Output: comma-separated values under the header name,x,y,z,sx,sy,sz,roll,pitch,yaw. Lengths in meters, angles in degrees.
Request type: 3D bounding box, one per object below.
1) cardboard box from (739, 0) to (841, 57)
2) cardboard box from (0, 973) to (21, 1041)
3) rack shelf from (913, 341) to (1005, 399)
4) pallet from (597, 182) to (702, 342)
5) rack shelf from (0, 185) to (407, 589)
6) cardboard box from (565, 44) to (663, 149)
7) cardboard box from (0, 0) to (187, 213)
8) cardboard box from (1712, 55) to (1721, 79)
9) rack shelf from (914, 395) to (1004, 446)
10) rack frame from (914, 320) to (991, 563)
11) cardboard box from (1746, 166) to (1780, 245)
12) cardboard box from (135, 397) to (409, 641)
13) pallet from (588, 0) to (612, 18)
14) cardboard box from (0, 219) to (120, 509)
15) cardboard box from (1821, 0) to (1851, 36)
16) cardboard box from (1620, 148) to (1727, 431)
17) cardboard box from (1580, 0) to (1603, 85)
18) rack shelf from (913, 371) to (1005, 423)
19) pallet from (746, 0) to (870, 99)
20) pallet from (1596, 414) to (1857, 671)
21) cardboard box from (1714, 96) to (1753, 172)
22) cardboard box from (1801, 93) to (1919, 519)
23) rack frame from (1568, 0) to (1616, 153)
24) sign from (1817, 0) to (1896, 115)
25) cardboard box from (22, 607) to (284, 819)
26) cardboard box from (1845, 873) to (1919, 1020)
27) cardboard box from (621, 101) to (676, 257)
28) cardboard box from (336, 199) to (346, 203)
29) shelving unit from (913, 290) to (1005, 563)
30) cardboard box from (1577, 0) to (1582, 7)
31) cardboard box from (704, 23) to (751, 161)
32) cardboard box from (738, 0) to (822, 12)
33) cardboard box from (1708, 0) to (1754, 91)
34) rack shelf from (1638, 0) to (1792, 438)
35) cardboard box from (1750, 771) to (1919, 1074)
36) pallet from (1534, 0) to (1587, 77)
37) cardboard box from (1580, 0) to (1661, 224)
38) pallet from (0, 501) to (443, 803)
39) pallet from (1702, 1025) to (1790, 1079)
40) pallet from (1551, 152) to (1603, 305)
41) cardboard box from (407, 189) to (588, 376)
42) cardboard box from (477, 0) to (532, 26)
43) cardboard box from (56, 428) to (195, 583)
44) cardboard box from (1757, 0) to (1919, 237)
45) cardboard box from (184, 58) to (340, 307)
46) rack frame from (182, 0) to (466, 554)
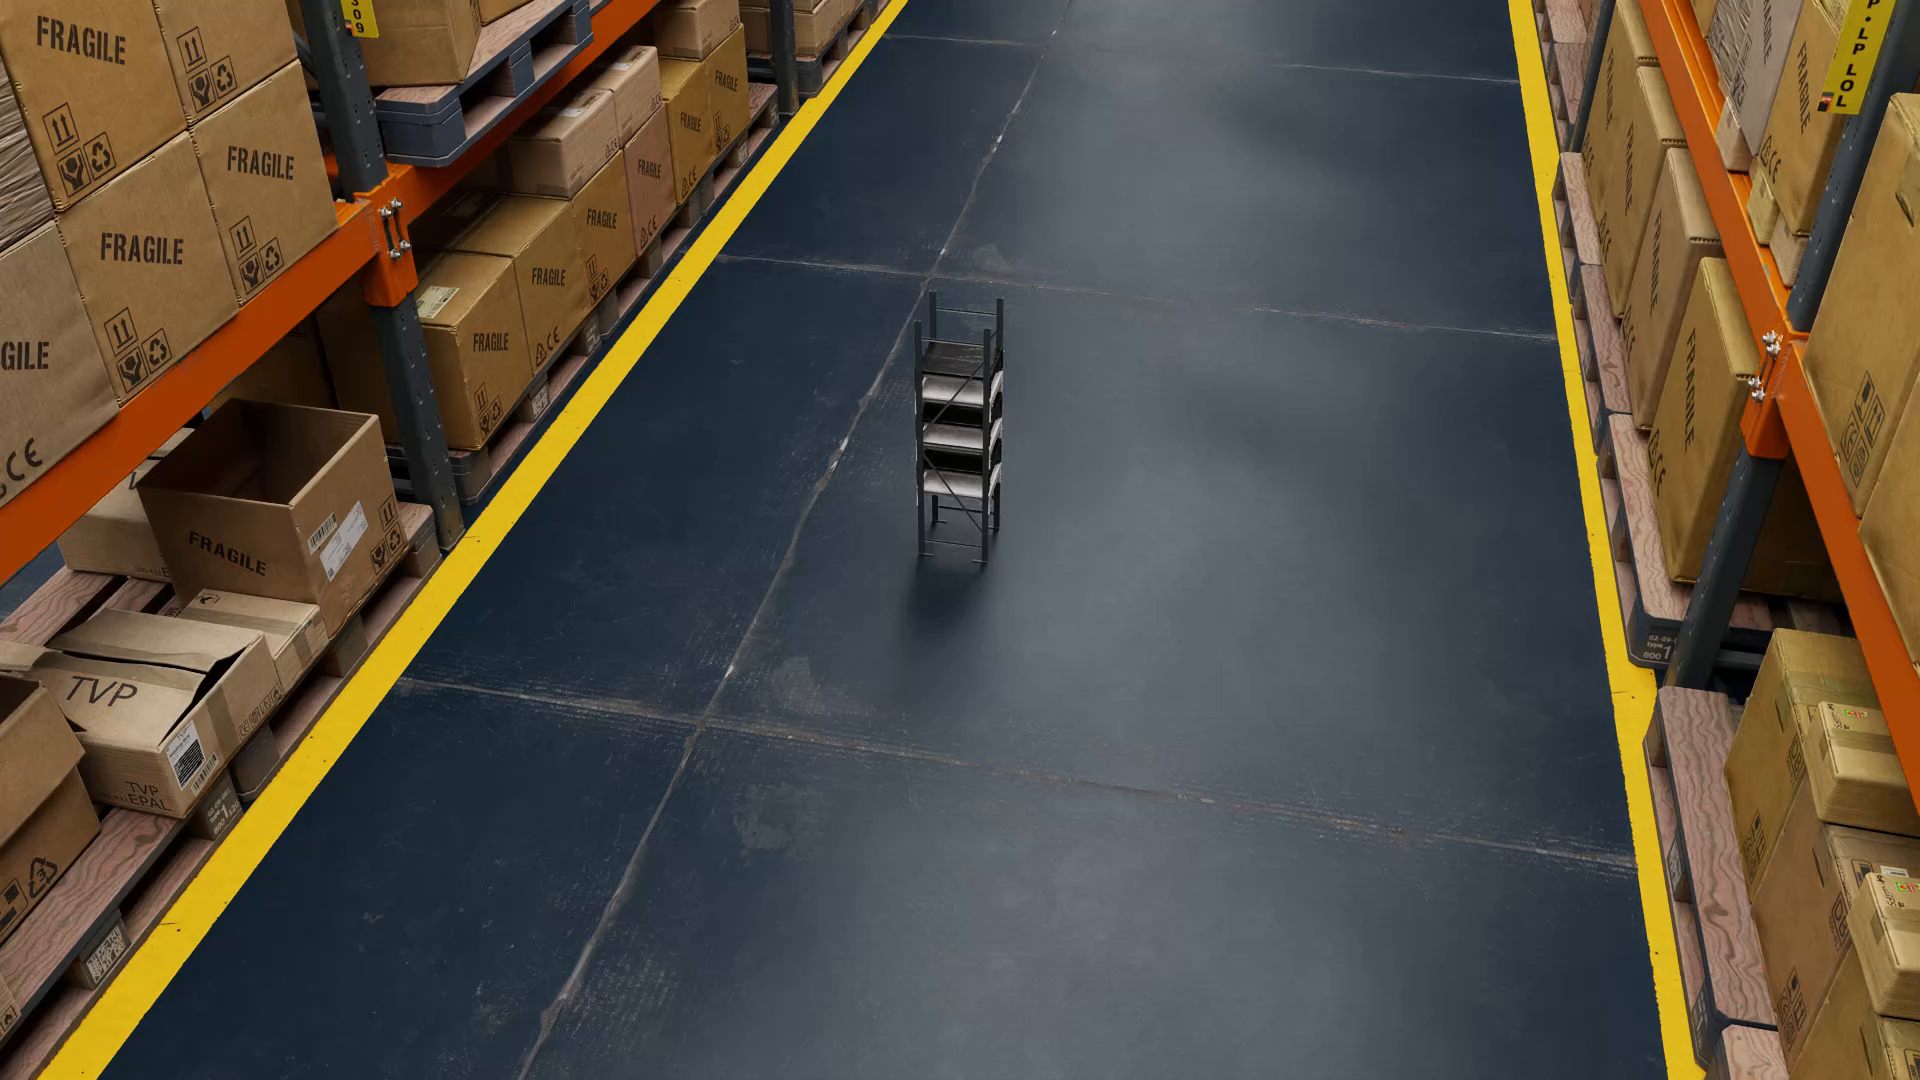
name,x,y,z,sx,sy,sz,roll,pitch,yaw
cardboard box,-0.966,-2.880,9.153,0.500,0.250,0.500,7,37,10
cardboard box,-2.467,1.112,3.627,0.500,0.250,0.500,7,37,10
rack shelf,-0.002,-0.551,5.341,0.258,0.077,0.200,7,37,10
pallet,-1.824,-1.310,7.378,1.003,0.211,1.213,7,37,10
rack shelf,-2.646,0.171,3.571,1.077,0.370,4.000,7,37,10
cardboard box,-1.558,-1.844,6.854,0.500,0.250,0.500,7,36,9
cardboard box,-2.181,-1.095,3.768,0.500,0.500,0.500,7,36,9
cardboard box,2.799,-1.657,5.677,0.380,0.149,0.250,8,37,11
rack shelf,-0.002,-0.406,5.446,0.258,0.077,0.200,7,37,10
rack frame,-0.023,-0.301,5.399,0.240,0.900,0.006,7,37,10
cardboard box,2.448,-0.931,4.676,0.380,0.149,0.250,8,37,11
cardboard box,-2.064,-0.070,5.046,0.500,0.500,0.500,7,37,10
pallet,-1.776,-2.367,6.623,1.003,0.211,1.213,7,37,10
cardboard box,-2.291,-0.398,3.658,0.500,0.500,0.500,8,37,11
cardboard box,2.471,-1.420,4.159,0.500,0.250,0.500,8,37,11
cardboard box,2.820,-0.846,5.836,0.750,0.750,0.750,8,37,11
cardboard box,3.578,-2.526,8.435,0.700,0.500,0.500,8,37,11
rack shelf,-0.002,-0.478,5.393,0.258,0.077,0.200,7,37,10
pallet,-1.151,-2.898,9.568,1.003,0.211,1.213,7,37,10
pallet,2.712,0.030,5.529,1.003,0.211,1.213,7,37,10
cardboard box,2.546,-1.233,5.092,0.380,0.149,0.250,7,37,10
cardboard box,2.489,-0.460,3.573,0.980,0.700,0.700,8,37,11
rack frame,3.475,-2.941,7.252,1.000,3.000,0.127,7,37,10
sign,2.089,-1.147,3.857,0.100,0.325,0.005,7,37,10
cardboard box,-2.224,0.436,4.508,0.500,0.311,0.500,7,37,10
cardboard box,1.998,0.820,3.282,0.380,0.149,0.250,6,36,9
cardboard box,-1.552,-1.562,7.104,0.500,0.500,0.500,6,36,8
cardboard box,-2.280,-1.034,6.375,0.500,0.500,0.500,7,37,10
shelving unit,-0.002,-0.360,5.480,0.258,0.900,0.210,7,37,10
cardboard box,3.979,-3.386,9.621,0.700,0.500,0.500,8,37,10
cardboard box,-1.335,-2.160,7.930,0.500,0.500,0.500,9,37,12
cardboard box,-0.966,-3.107,8.988,0.500,0.311,0.500,9,37,12
cardboard box,2.688,-1.694,5.175,0.500,0.500,0.500,7,37,10
rack shelf,3.048,-1.503,5.881,1.077,0.370,4.000,7,37,10
cardboard box,2.251,0.898,3.727,0.700,0.500,0.500,7,37,9
pallet,3.907,-2.957,9.650,1.003,0.211,1.213,7,37,10
cardboard box,3.190,-1.835,7.200,0.750,0.750,0.750,7,36,9
pallet,-2.367,0.256,5.217,1.003,0.211,1.213,7,37,10
pallet,2.124,1.609,3.350,1.003,0.211,1.213,7,37,10
pallet,3.233,-1.369,7.459,1.003,0.211,1.213,7,37,10
cardboard box,-1.775,-0.986,6.310,0.500,0.500,0.500,8,37,11
cardboard box,-1.814,-2.123,5.680,0.700,0.500,0.500,13,38,17
cardboard box,-2.520,-0.142,5.307,0.500,0.311,0.500,7,37,10
cardboard box,2.473,-1.113,4.374,0.500,0.500,0.500,7,36,9
cardboard box,-2.075,-0.988,4.472,0.500,0.500,0.500,8,37,11
rack frame,-2.219,-1.267,4.941,1.000,3.000,0.127,7,37,10
